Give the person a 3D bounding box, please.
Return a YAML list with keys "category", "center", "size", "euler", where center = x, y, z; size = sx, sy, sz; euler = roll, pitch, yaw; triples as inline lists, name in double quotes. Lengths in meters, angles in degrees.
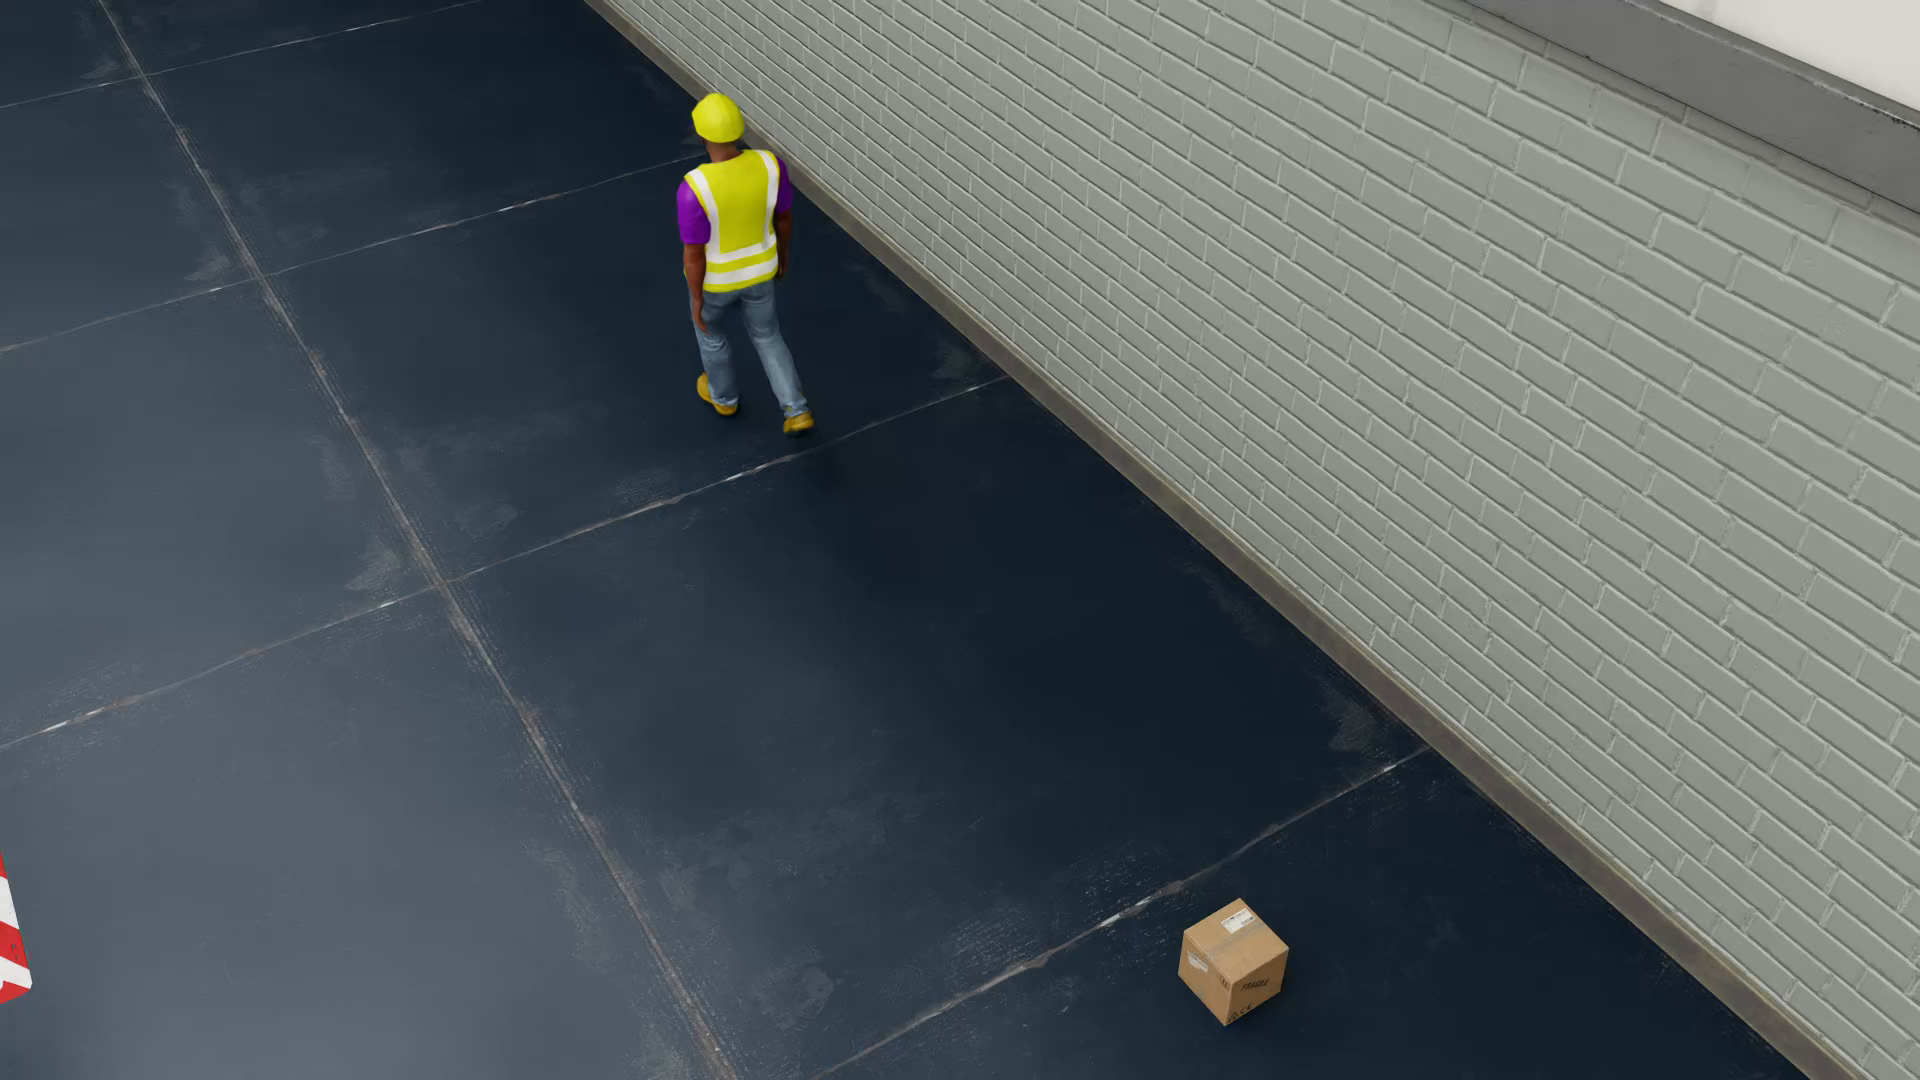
- category: "person"
  center: [-0.999, -1.220, 7.559]
  size: [0.569, 1.741, 0.880]
  euler: [-21, 45, -23]
